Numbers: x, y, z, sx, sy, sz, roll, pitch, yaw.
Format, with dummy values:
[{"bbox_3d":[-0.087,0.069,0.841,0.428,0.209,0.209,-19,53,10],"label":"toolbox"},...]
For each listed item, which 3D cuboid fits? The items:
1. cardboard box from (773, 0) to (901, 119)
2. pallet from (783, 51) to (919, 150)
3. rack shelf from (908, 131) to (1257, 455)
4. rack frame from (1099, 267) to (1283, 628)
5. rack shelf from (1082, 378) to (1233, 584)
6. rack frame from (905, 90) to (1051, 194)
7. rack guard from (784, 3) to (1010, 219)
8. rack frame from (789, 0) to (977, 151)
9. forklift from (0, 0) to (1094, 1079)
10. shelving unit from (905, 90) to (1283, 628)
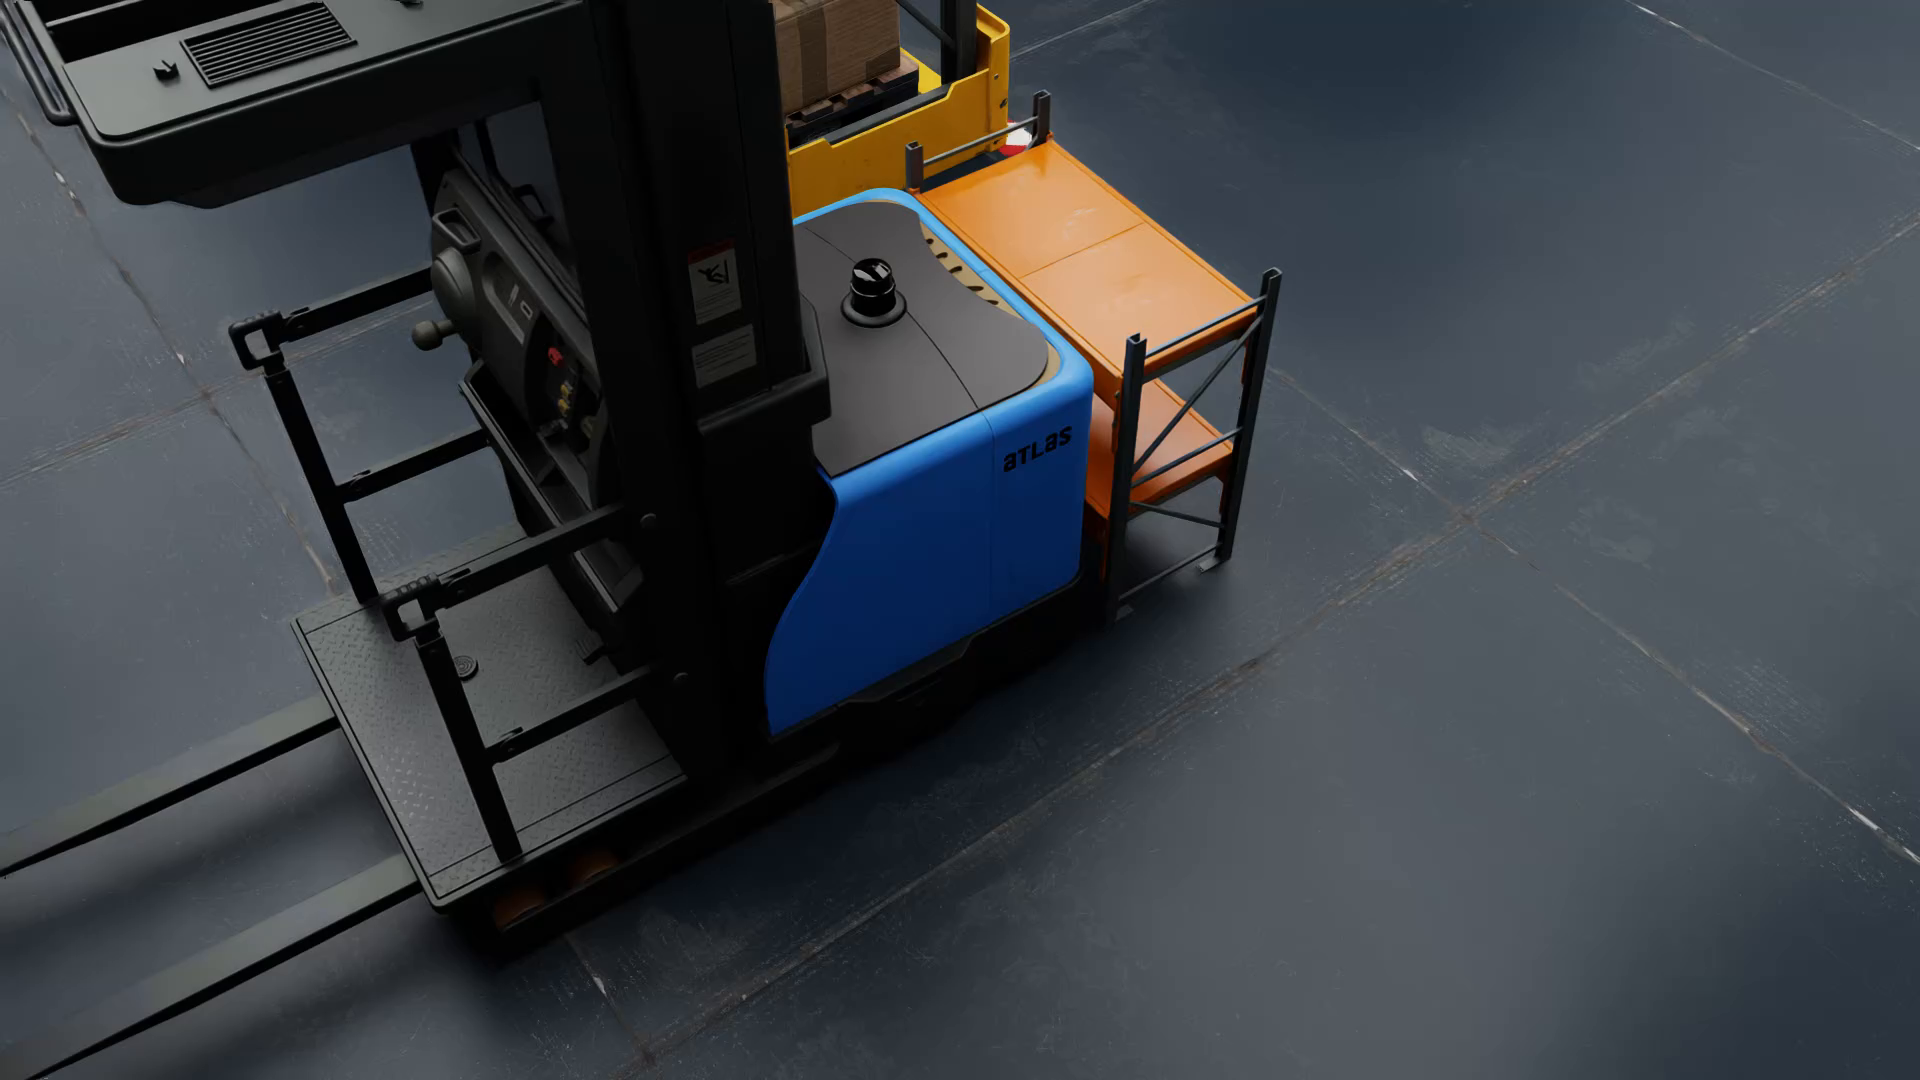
[{"bbox_3d":[-0.847,-2.090,6.566,0.875,0.438,0.875,-31,55,-25],"label":"cardboard box"},{"bbox_3d":[-0.914,-1.965,6.889,1.003,0.211,1.213,-29,54,-24],"label":"pallet"},{"bbox_3d":[0.345,-0.735,4.762,0.538,0.278,1.000,-27,53,-22],"label":"rack shelf"},{"bbox_3d":[0.634,-0.228,4.698,0.500,1.125,0.032,-27,53,-22],"label":"rack frame"},{"bbox_3d":[0.345,-0.374,5.160,0.538,0.278,1.000,-27,53,-22],"label":"rack shelf"},{"bbox_3d":[0.056,-0.848,5.259,0.500,1.125,0.032,-27,53,-22],"label":"rack frame"},{"bbox_3d":[-0.353,-1.612,6.374,1.175,0.500,0.348,-29,54,-24],"label":"rack guard"},{"bbox_3d":[-0.367,-2.465,5.460,1.000,3.000,0.127,-29,54,-24],"label":"rack frame"},{"bbox_3d":[-1.155,-0.391,3.626,3.031,2.935,1.130,-26,53,-22],"label":"forklift"},{"bbox_3d":[0.345,-0.538,4.978,0.538,1.125,1.048,-27,53,-22],"label":"shelving unit"}]
